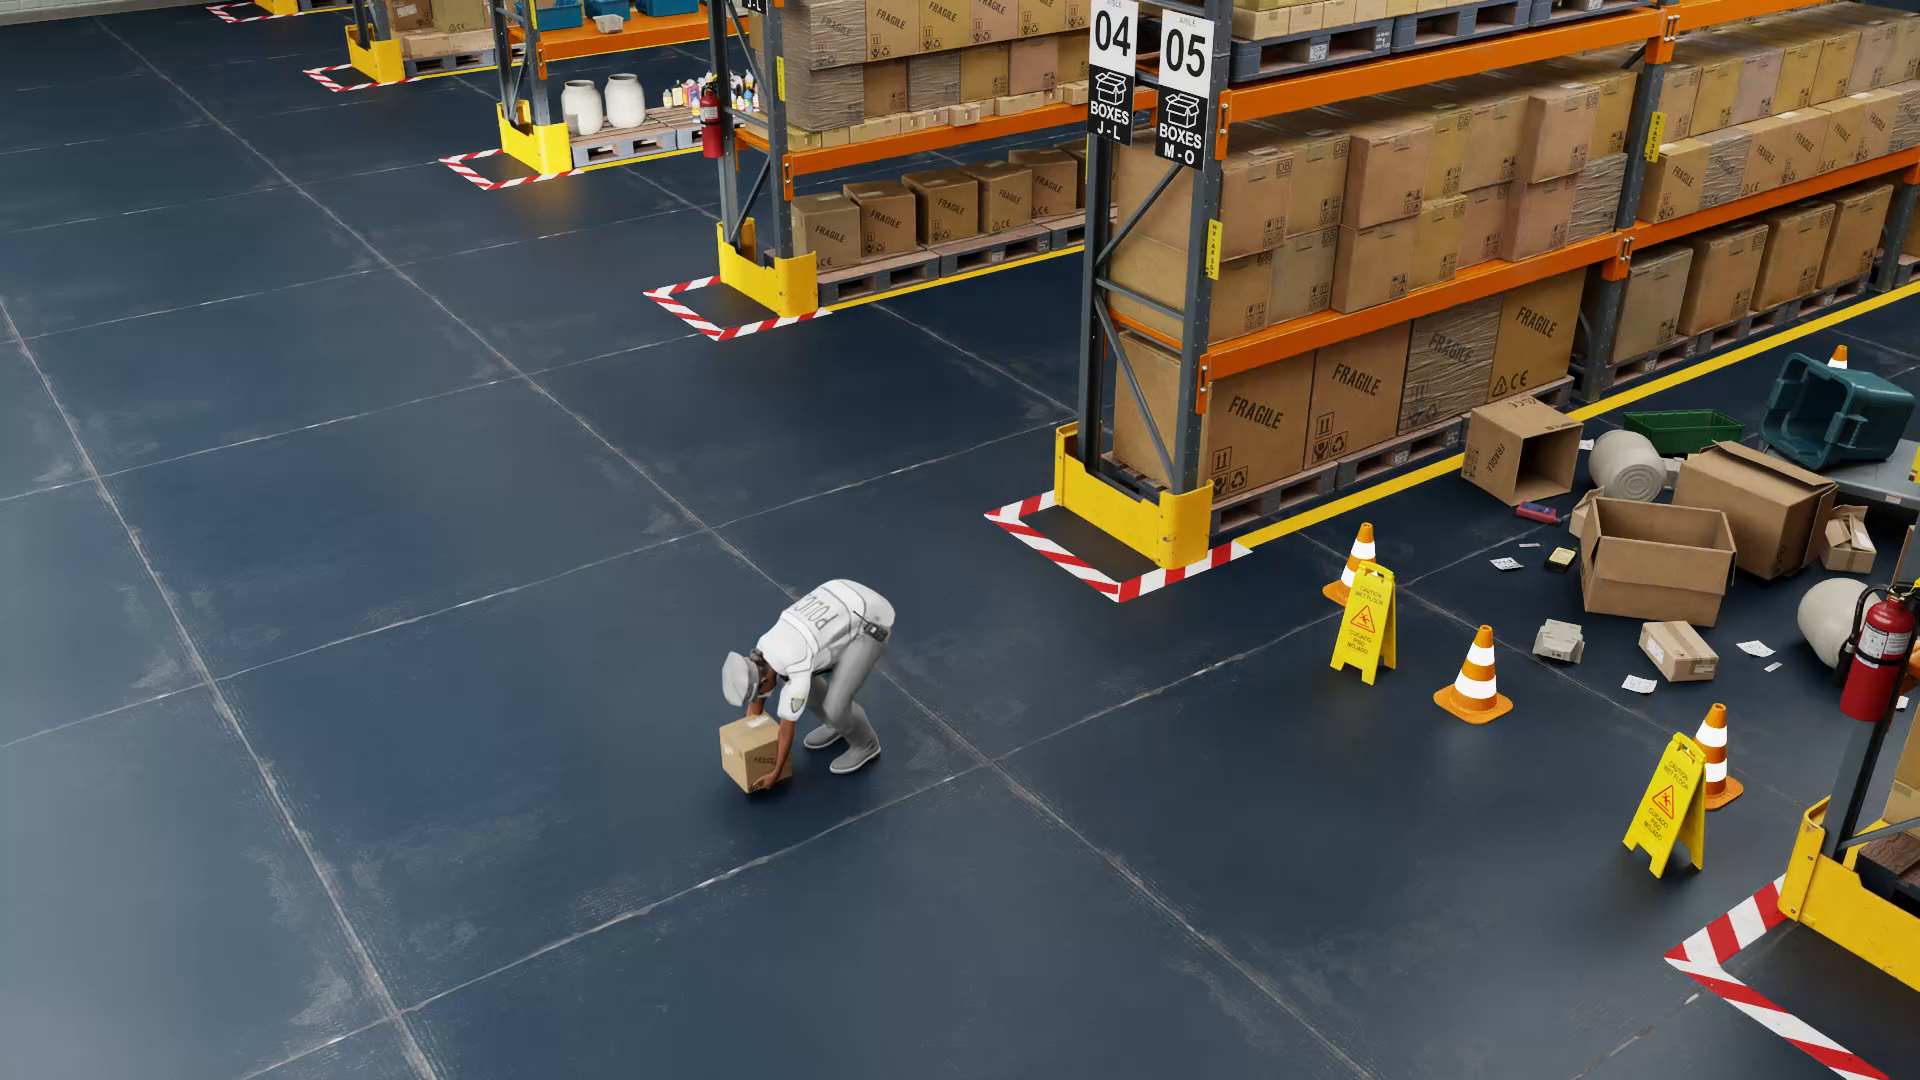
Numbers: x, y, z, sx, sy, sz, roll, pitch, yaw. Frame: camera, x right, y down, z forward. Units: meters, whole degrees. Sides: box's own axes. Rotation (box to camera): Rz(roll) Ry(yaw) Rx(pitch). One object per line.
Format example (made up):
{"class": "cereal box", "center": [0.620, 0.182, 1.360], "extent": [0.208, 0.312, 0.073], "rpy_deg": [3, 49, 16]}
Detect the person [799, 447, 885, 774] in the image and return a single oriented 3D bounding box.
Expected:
{"class": "person", "center": [-0.618, 0.335, 7.980], "extent": [0.497, 1.692, 0.470], "rpy_deg": [-19, 34, -31]}
